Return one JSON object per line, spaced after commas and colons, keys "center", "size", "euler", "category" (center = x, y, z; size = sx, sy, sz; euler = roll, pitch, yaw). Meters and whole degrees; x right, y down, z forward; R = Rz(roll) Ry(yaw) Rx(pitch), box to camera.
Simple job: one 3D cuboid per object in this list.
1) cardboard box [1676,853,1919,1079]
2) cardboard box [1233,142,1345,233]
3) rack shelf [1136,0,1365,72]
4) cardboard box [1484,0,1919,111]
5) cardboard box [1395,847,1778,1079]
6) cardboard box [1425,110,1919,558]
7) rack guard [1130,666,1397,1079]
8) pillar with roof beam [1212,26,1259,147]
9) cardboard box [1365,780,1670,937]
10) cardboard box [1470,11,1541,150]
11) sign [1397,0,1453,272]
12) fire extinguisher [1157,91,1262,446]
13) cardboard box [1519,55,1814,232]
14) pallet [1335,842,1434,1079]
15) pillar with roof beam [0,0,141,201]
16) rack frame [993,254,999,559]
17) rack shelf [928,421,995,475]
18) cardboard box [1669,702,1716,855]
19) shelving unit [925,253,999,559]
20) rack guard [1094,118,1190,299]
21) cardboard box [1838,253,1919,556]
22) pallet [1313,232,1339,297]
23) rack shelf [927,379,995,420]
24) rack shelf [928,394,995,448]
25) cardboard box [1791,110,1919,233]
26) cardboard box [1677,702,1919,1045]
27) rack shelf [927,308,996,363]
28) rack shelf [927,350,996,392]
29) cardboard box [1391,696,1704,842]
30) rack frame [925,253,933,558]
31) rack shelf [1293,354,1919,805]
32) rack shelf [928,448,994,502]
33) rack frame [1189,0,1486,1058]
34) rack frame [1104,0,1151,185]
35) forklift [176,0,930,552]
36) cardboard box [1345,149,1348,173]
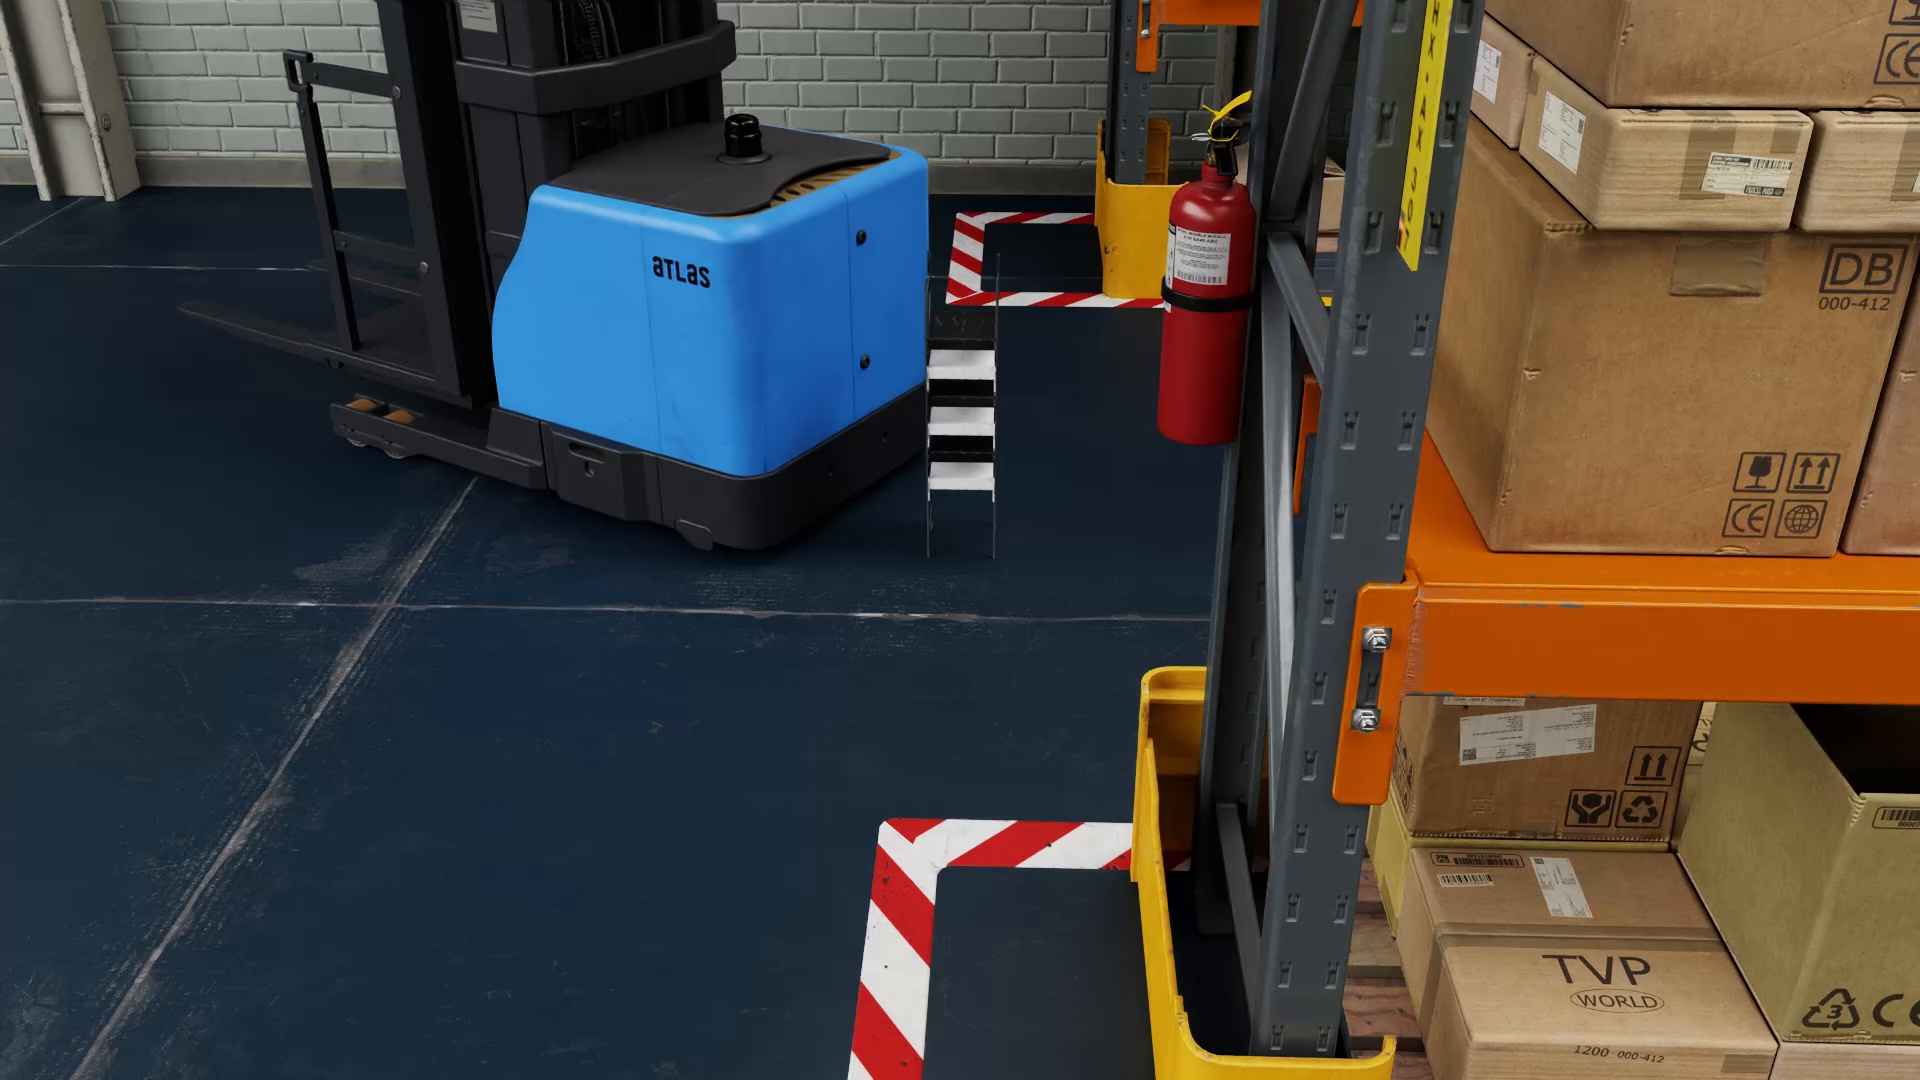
{"center": [1.599, 0.820, 2.988], "size": [0.500, 0.250, 0.500], "euler": [1, 28, 2], "category": "cardboard box"}
{"center": [1.431, -1.601, 7.468], "size": [0.500, 0.311, 0.500], "euler": [-2, 28, -4], "category": "cardboard box"}
{"center": [2.741, -2.297, 7.148], "size": [4.000, 0.370, 1.077], "euler": [1, 28, 2], "category": "rack shelf"}
{"center": [1.090, -0.932, 2.313], "size": [0.500, 0.500, 0.700], "euler": [1, 28, 2], "category": "cardboard box"}
{"center": [1.099, 0.813, 3.001], "size": [0.500, 0.250, 0.500], "euler": [1, 28, 2], "category": "cardboard box"}
{"center": [1.037, -0.360, 2.619], "size": [0.500, 0.500, 0.700], "euler": [1, 28, 2], "category": "cardboard box"}
{"center": [0.547, 0.775, 3.254], "size": [0.348, 0.500, 1.175], "euler": [1, 28, 2], "category": "rack guard"}
{"center": [1.320, -3.677, 2.578], "size": [0.400, 9.000, 9.100], "euler": [1, 28, 2], "category": "pillar with roof beam"}
{"center": [1.118, 0.571, 3.458], "size": [0.500, 0.250, 0.500], "euler": [1, 28, 2], "category": "cardboard box"}
{"center": [0.960, -0.743, 2.649], "size": [0.250, 0.149, 0.380], "euler": [0, 28, 1], "category": "cardboard box"}
{"center": [0.546, -0.487, 1.957], "size": [0.005, 0.325, 0.100], "euler": [1, 28, 2], "category": "sign"}
{"center": [0.469, -0.514, 3.100], "size": [0.183, 0.674, 0.296], "euler": [1, 28, 2], "category": "fire extinguisher"}
{"center": [0.956, -0.553, 2.290], "size": [0.250, 0.149, 0.380], "euler": [1, 28, 1], "category": "cardboard box"}
{"center": [1.337, 0.896, 3.334], "size": [1.213, 0.211, 1.003], "euler": [1, 28, 2], "category": "pallet"}
{"center": [-4.676, -3.776, 2.765], "size": [0.400, 9.000, 9.100], "euler": [1, 28, 2], "category": "pillar with roof beam"}
{"center": [0.110, -0.396, 5.036], "size": [0.006, 0.900, 0.240], "euler": [1, 28, 2], "category": "rack frame"}
{"center": [0.008, -0.288, 5.097], "size": [0.200, 0.077, 0.258], "euler": [1, 28, 2], "category": "rack shelf"}
{"center": [1.618, 0.573, 3.453], "size": [0.500, 0.250, 0.500], "euler": [1, 28, 2], "category": "cardboard box"}
{"center": [0.008, -0.397, 5.039], "size": [0.210, 0.900, 0.258], "euler": [1, 28, 2], "category": "shelving unit"}
{"center": [0.818, -1.542, 7.625], "size": [0.348, 0.500, 1.175], "euler": [1, 28, 2], "category": "rack guard"}
{"center": [1.562, -0.353, 2.607], "size": [0.500, 0.500, 0.700], "euler": [2, 28, 3], "category": "cardboard box"}
{"center": [1.629, -1.385, 7.637], "size": [1.213, 0.211, 1.003], "euler": [1, 28, 2], "category": "pallet"}
{"center": [0.008, -0.448, 5.012], "size": [0.200, 0.077, 0.258], "euler": [1, 28, 2], "category": "rack shelf"}
{"center": [0.008, -0.368, 5.055], "size": [0.200, 0.077, 0.258], "euler": [1, 28, 2], "category": "rack shelf"}
{"center": [1.220, -0.549, 2.285], "size": [0.250, 0.149, 0.380], "euler": [0, 28, 0], "category": "cardboard box"}
{"center": [1.599, 0.489, 2.811], "size": [0.500, 0.500, 0.500], "euler": [1, 28, 2], "category": "cardboard box"}
{"center": [0.008, -0.607, 4.928], "size": [0.200, 0.077, 0.258], "euler": [1, 28, 2], "category": "rack shelf"}
{"center": [0.008, -0.527, 4.970], "size": [0.200, 0.077, 0.258], "euler": [1, 28, 2], "category": "rack shelf"}
{"center": [1.118, 0.238, 3.284], "size": [0.500, 0.500, 0.500], "euler": [1, 28, 2], "category": "cardboard box"}
{"center": [-0.093, -0.399, 5.042], "size": [0.006, 0.900, 0.240], "euler": [1, 28, 2], "category": "rack frame"}
{"center": [2.570, 0.022, 2.774], "size": [4.000, 0.370, 1.077], "euler": [1, 28, 2], "category": "rack shelf"}
{"center": [0.008, -0.209, 5.139], "size": [0.200, 0.077, 0.258], "euler": [1, 28, 2], "category": "rack shelf"}
{"center": [0.571, -0.329, 2.668], "size": [0.127, 3.000, 1.000], "euler": [1, 28, 2], "category": "rack frame"}
{"center": [0.742, -2.648, 7.042], "size": [0.127, 3.000, 1.000], "euler": [1, 28, 2], "category": "rack frame"}
{"center": [-1.608, -1.767, 5.454], "size": [3.031, 2.935, 1.130], "euler": [16, 32, 28], "category": "forklift"}
{"center": [2.000, -1.591, 7.450], "size": [0.500, 0.311, 0.500], "euler": [3, 28, 6], "category": "cardboard box"}
